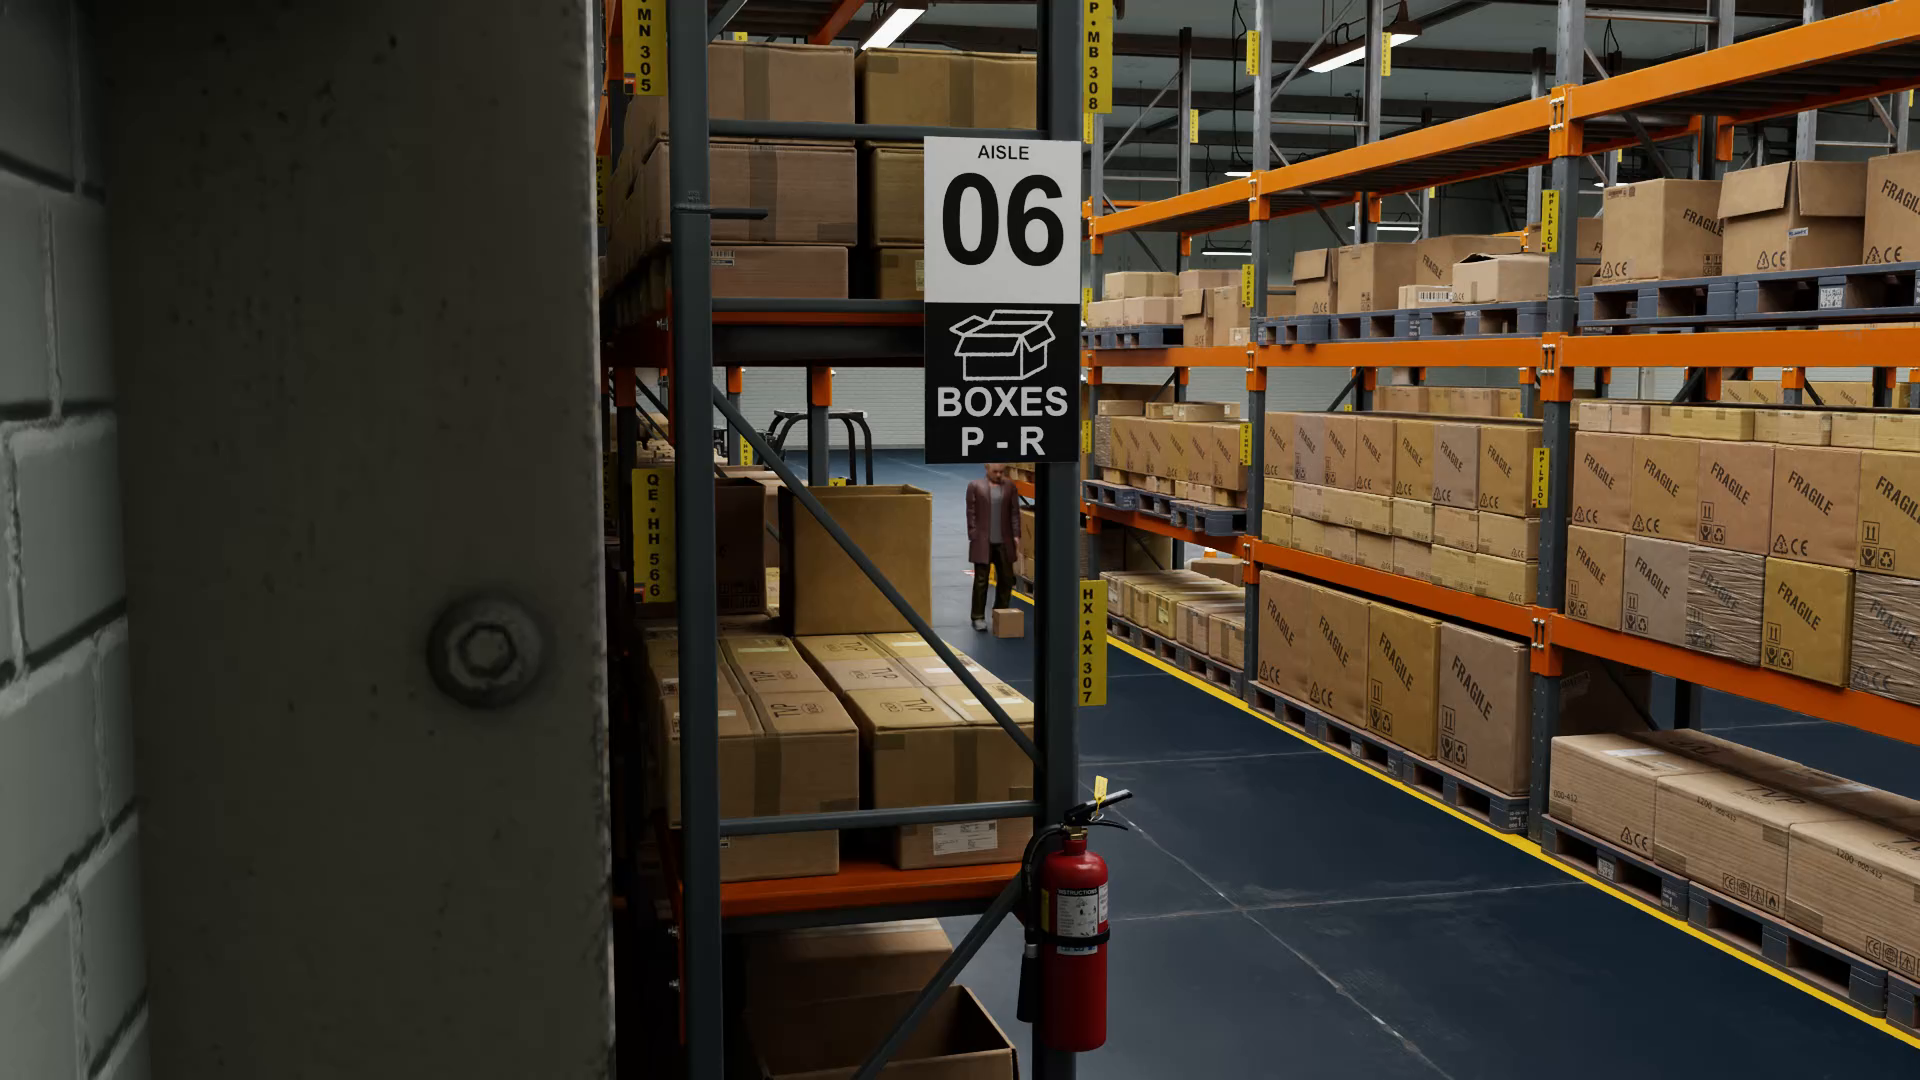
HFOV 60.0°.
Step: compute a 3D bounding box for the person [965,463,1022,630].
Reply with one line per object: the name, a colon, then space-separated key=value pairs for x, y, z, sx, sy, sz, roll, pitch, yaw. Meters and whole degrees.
person: x=0.348 y=0.056 z=16.790 sx=0.569 sy=1.693 sz=0.381 roll=-2 pitch=6 yaw=-16
